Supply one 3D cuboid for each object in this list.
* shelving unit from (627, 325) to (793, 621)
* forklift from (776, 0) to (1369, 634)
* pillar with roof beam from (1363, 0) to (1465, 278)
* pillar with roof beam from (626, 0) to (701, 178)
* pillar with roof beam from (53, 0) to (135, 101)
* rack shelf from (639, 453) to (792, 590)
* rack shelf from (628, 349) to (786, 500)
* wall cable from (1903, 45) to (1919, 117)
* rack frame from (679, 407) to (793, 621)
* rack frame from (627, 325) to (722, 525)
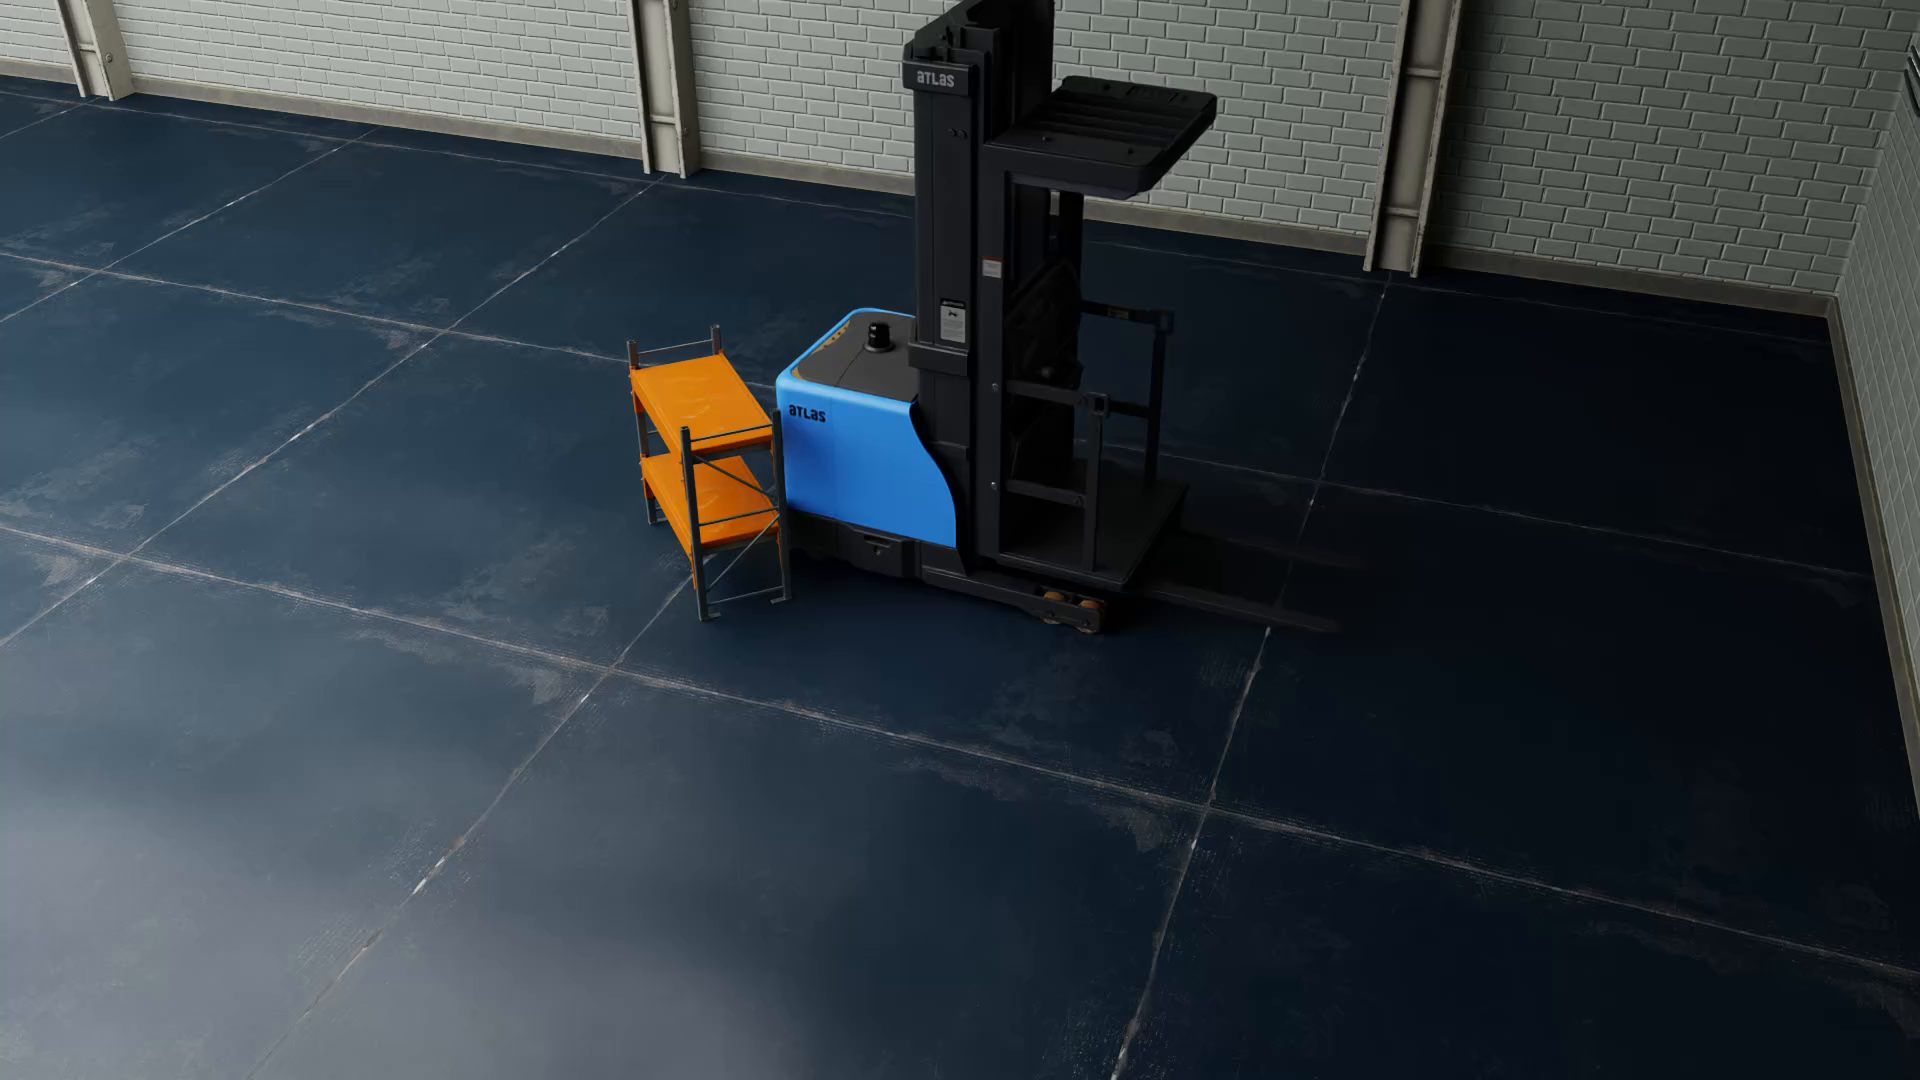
[{"bbox_3d":[-1.317,-0.369,8.752,0.538,1.125,1.048,-13,35,-20],"label":"shelving unit"},{"bbox_3d":[0.599,-1.084,8.196,3.031,2.935,1.130,13,35,20],"label":"forklift"},{"bbox_3d":[1.771,-3.620,6.529,0.400,9.000,9.100,11,34,16],"label":"pillar with roof beam"},{"bbox_3d":[-3.877,-4.718,8.229,0.400,9.000,9.100,11,34,16],"label":"pillar with roof beam"},{"bbox_3d":[-9.525,-5.816,9.930,0.400,9.000,9.100,11,34,16],"label":"pillar with roof beam"},{"bbox_3d":[-1.317,-0.163,8.884,0.538,0.278,1.000,-13,35,-20],"label":"rack shelf"},{"bbox_3d":[-1.317,-0.614,8.593,0.538,0.278,1.000,-13,35,-20],"label":"rack shelf"},{"bbox_3d":[5.551,-3.299,8.895,0.112,2.526,3.097,11,34,16],"label":"wall cable"},{"bbox_3d":[-1.113,-0.116,8.361,0.500,1.125,0.032,-13,35,-20],"label":"rack frame"},{"bbox_3d":[-1.522,-0.621,9.143,0.500,1.125,0.032,-13,35,-20],"label":"rack frame"}]
